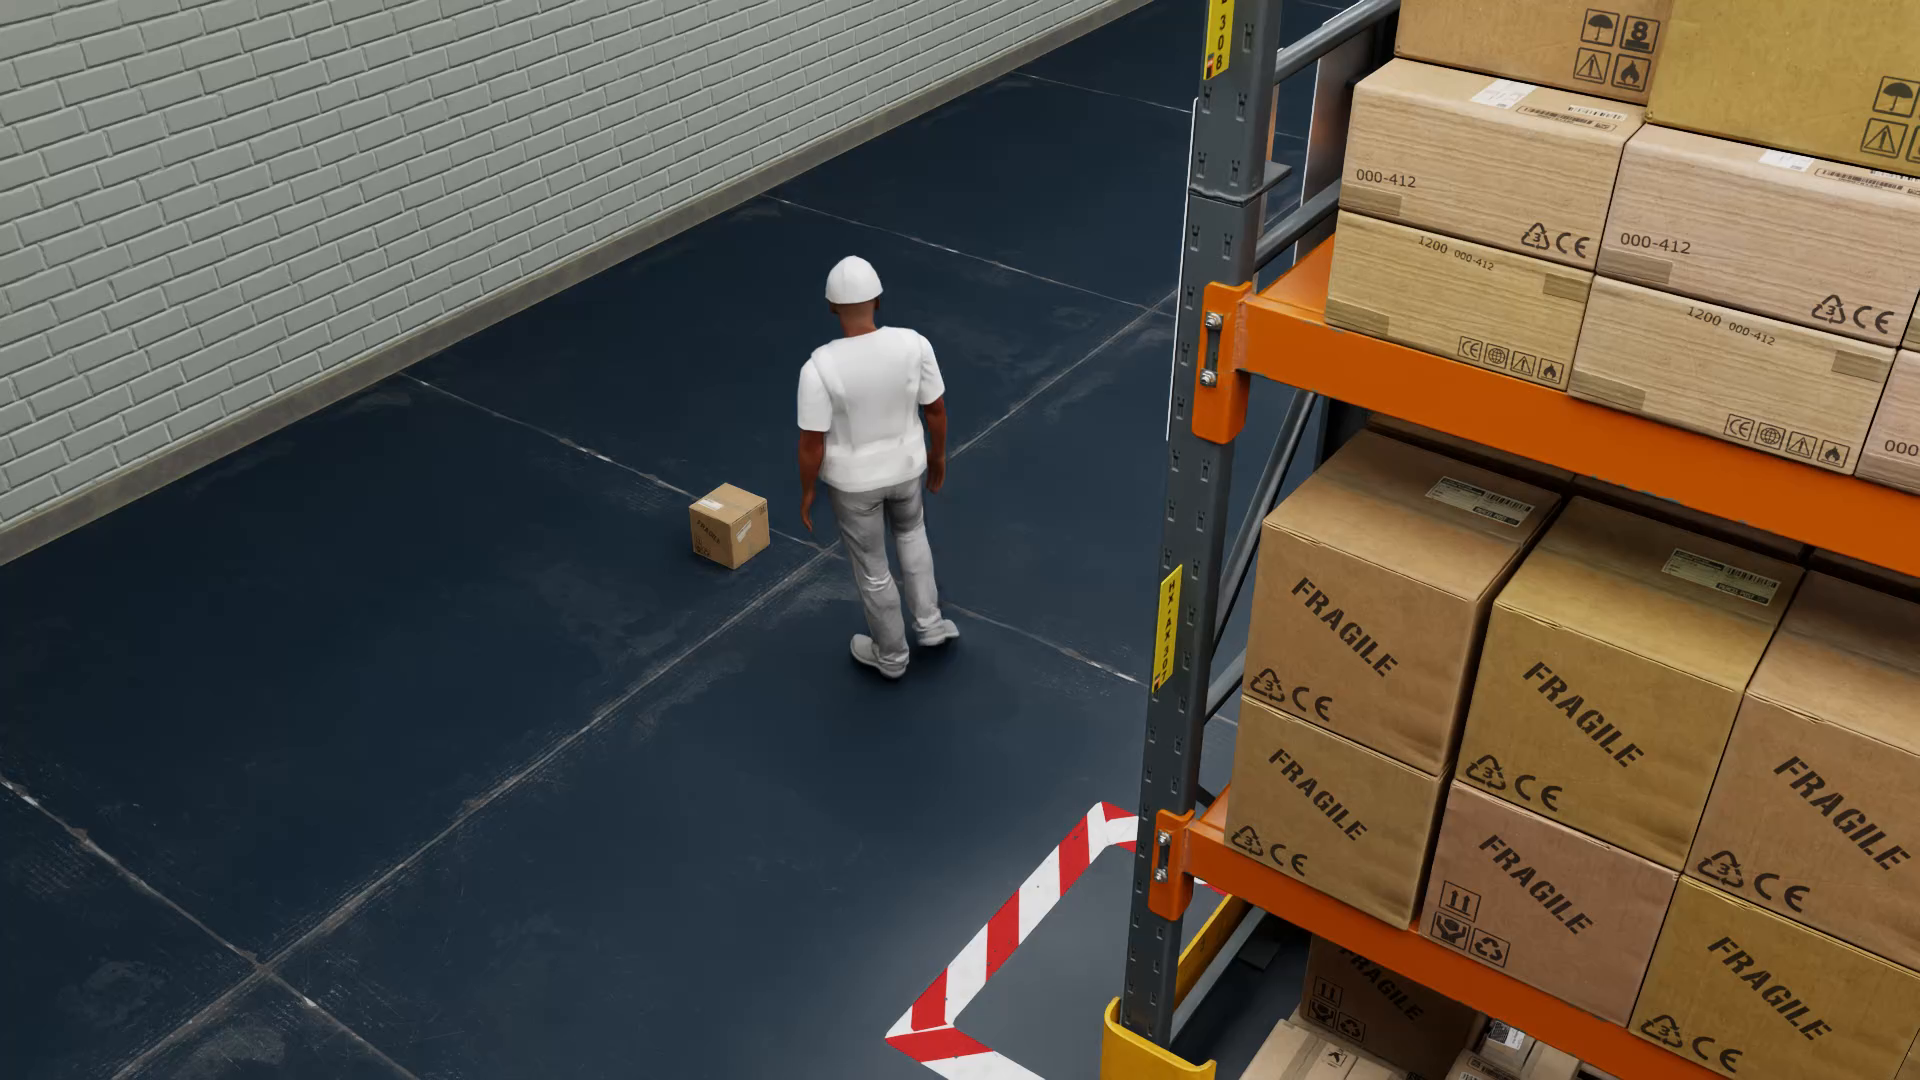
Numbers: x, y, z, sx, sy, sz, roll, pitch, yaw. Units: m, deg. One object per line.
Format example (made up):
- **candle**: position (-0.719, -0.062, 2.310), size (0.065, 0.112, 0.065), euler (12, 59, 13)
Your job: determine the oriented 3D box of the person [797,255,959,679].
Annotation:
- **person**: position (-0.326, -0.268, 6.474), size (0.640, 1.754, 0.459), euler (-16, 37, -22)
